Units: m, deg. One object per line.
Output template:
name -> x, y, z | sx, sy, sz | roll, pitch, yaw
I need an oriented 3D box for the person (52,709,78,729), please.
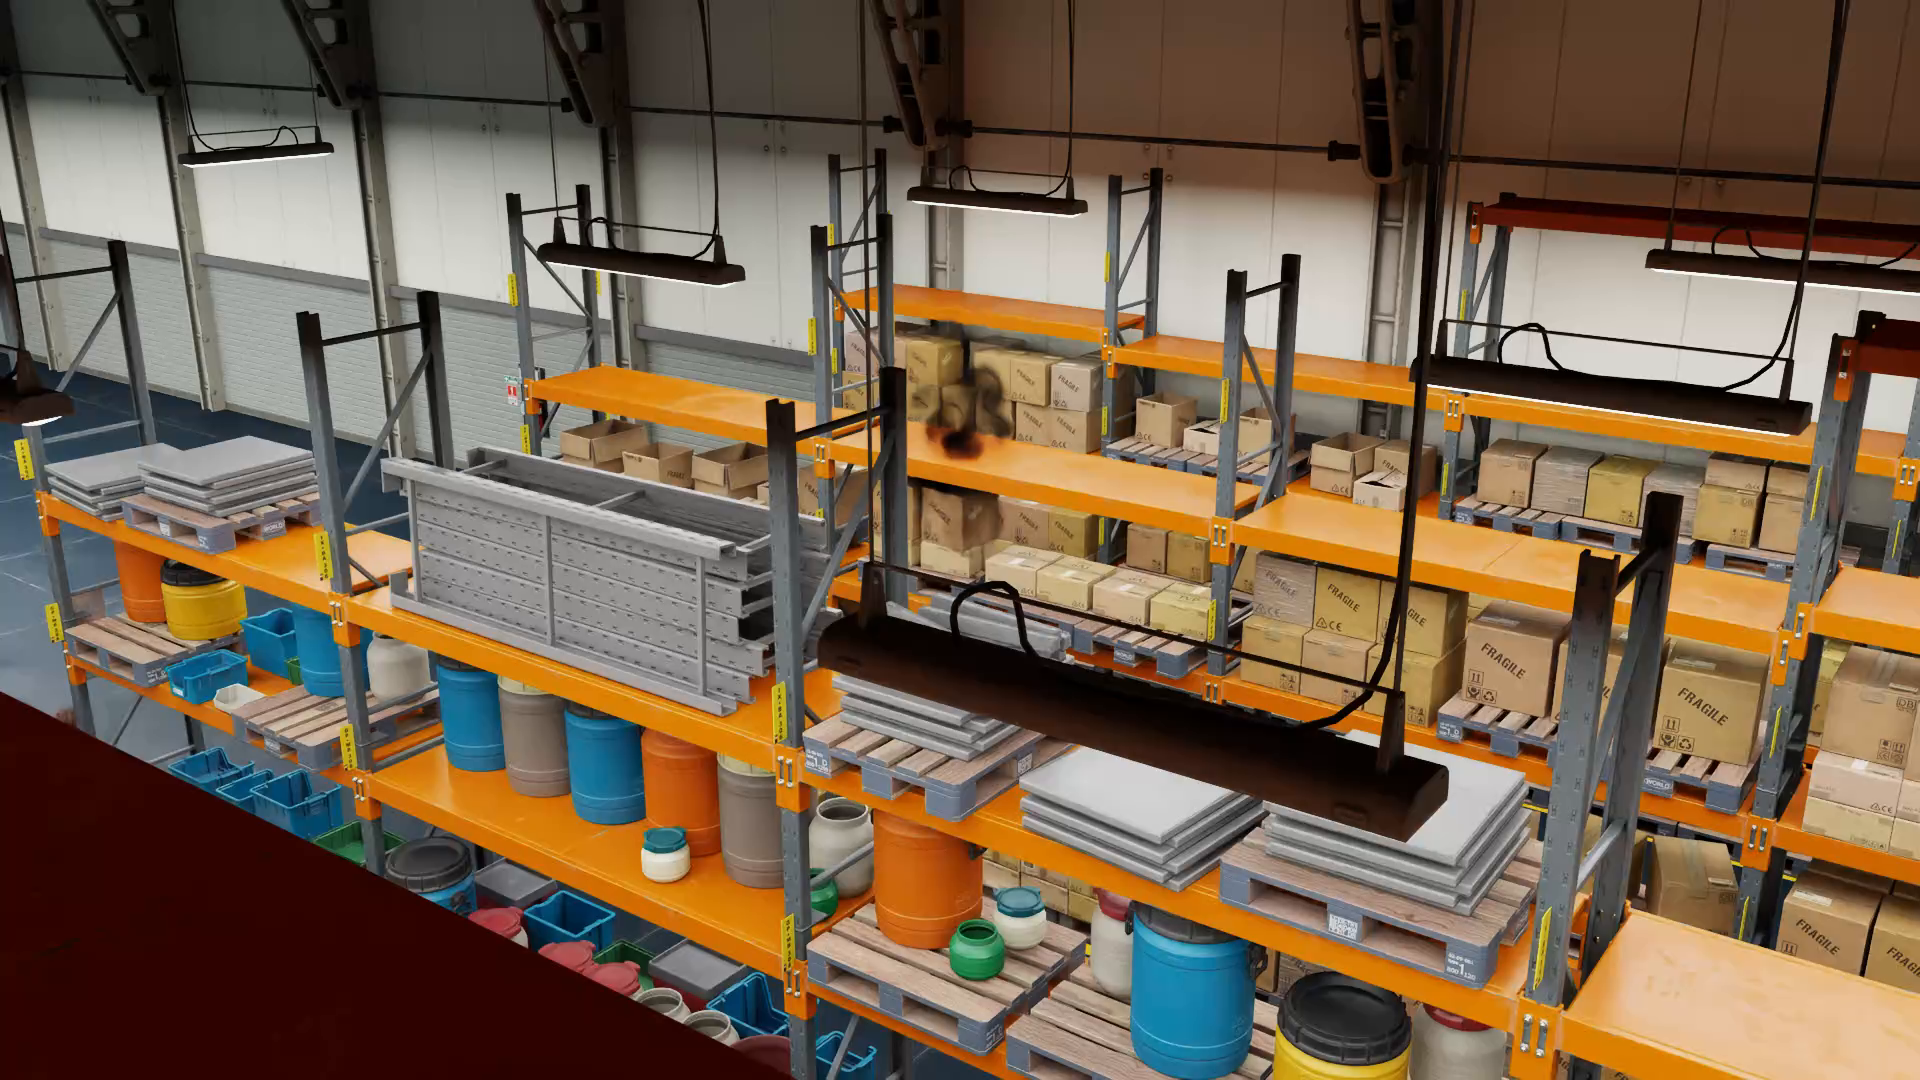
person -> -8.340, 2.321, 15.737 | 0.682, 1.586, 0.555 | -4, 19, -11
